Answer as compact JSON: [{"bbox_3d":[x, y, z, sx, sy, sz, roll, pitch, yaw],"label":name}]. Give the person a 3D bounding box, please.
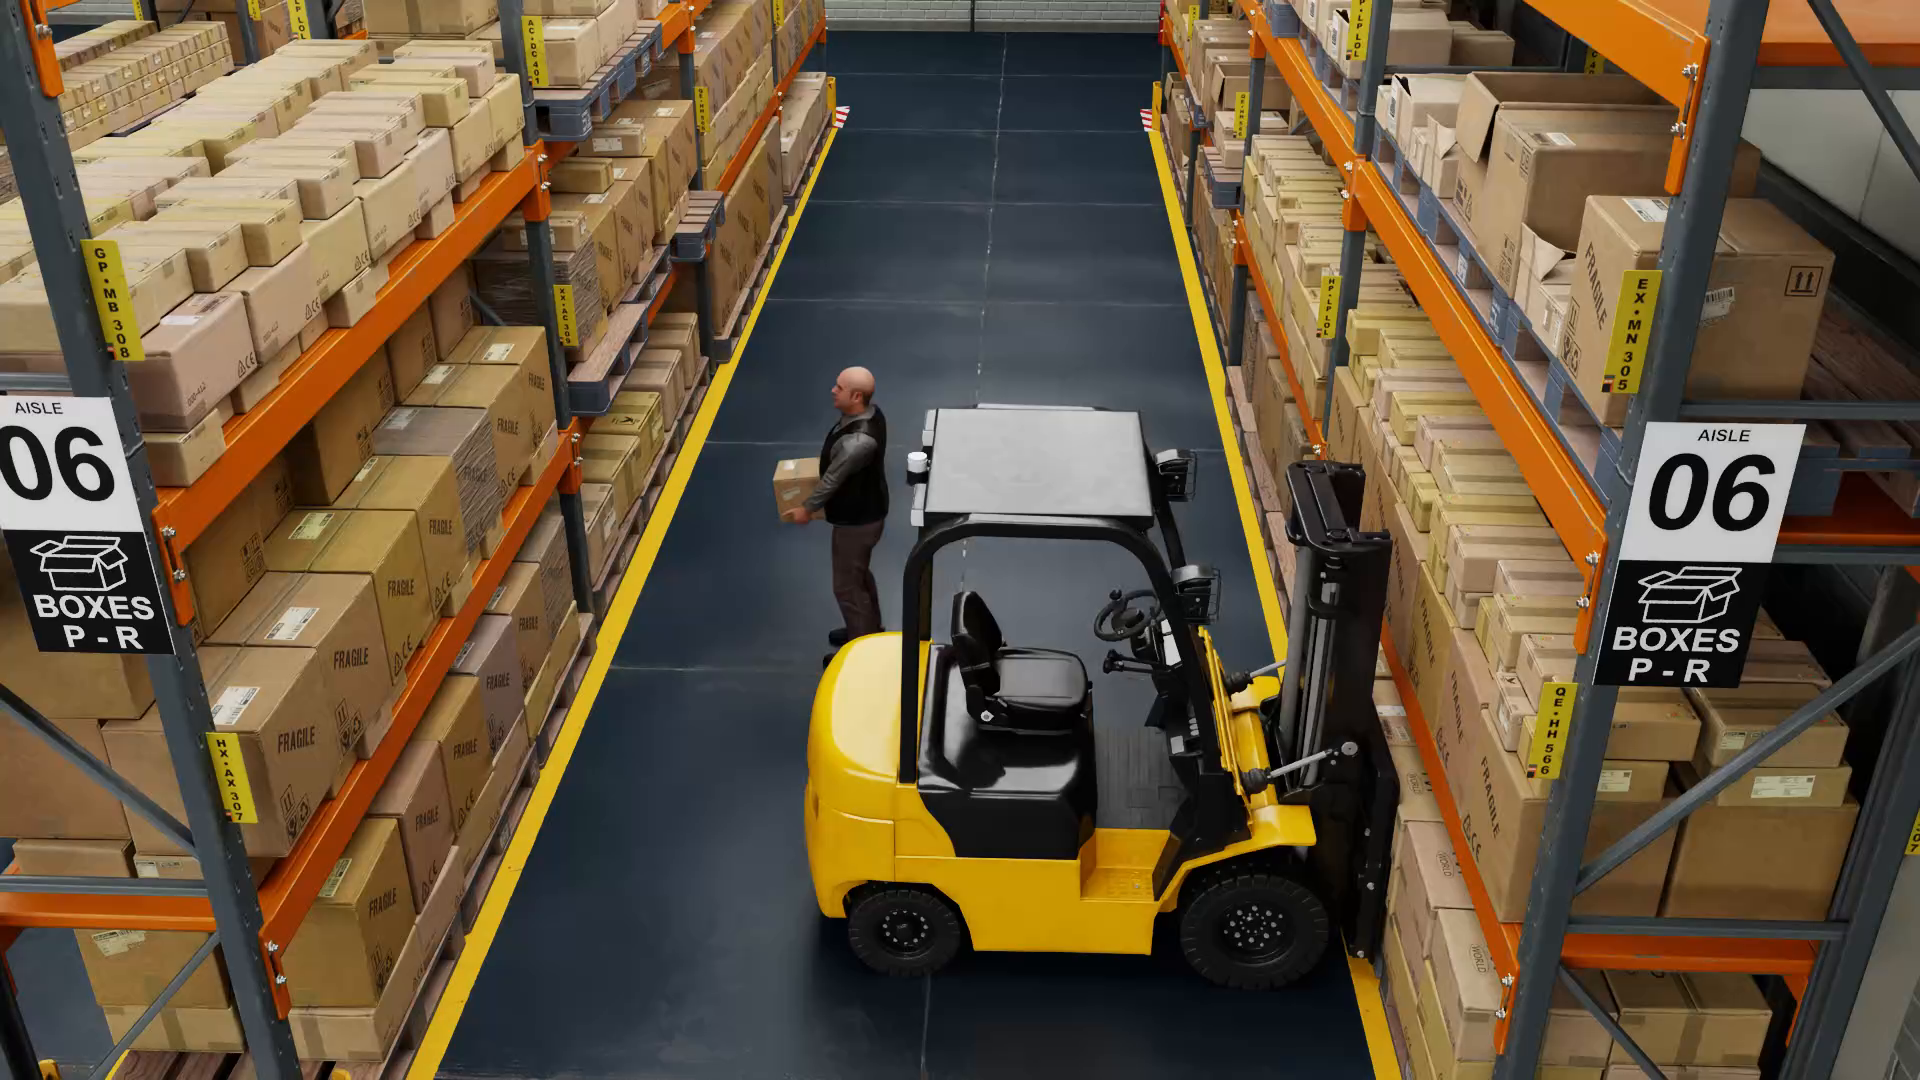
[{"bbox_3d":[-0.655,-0.121,8.884,0.555,1.718,0.495,1,28,2],"label":"person"}]
